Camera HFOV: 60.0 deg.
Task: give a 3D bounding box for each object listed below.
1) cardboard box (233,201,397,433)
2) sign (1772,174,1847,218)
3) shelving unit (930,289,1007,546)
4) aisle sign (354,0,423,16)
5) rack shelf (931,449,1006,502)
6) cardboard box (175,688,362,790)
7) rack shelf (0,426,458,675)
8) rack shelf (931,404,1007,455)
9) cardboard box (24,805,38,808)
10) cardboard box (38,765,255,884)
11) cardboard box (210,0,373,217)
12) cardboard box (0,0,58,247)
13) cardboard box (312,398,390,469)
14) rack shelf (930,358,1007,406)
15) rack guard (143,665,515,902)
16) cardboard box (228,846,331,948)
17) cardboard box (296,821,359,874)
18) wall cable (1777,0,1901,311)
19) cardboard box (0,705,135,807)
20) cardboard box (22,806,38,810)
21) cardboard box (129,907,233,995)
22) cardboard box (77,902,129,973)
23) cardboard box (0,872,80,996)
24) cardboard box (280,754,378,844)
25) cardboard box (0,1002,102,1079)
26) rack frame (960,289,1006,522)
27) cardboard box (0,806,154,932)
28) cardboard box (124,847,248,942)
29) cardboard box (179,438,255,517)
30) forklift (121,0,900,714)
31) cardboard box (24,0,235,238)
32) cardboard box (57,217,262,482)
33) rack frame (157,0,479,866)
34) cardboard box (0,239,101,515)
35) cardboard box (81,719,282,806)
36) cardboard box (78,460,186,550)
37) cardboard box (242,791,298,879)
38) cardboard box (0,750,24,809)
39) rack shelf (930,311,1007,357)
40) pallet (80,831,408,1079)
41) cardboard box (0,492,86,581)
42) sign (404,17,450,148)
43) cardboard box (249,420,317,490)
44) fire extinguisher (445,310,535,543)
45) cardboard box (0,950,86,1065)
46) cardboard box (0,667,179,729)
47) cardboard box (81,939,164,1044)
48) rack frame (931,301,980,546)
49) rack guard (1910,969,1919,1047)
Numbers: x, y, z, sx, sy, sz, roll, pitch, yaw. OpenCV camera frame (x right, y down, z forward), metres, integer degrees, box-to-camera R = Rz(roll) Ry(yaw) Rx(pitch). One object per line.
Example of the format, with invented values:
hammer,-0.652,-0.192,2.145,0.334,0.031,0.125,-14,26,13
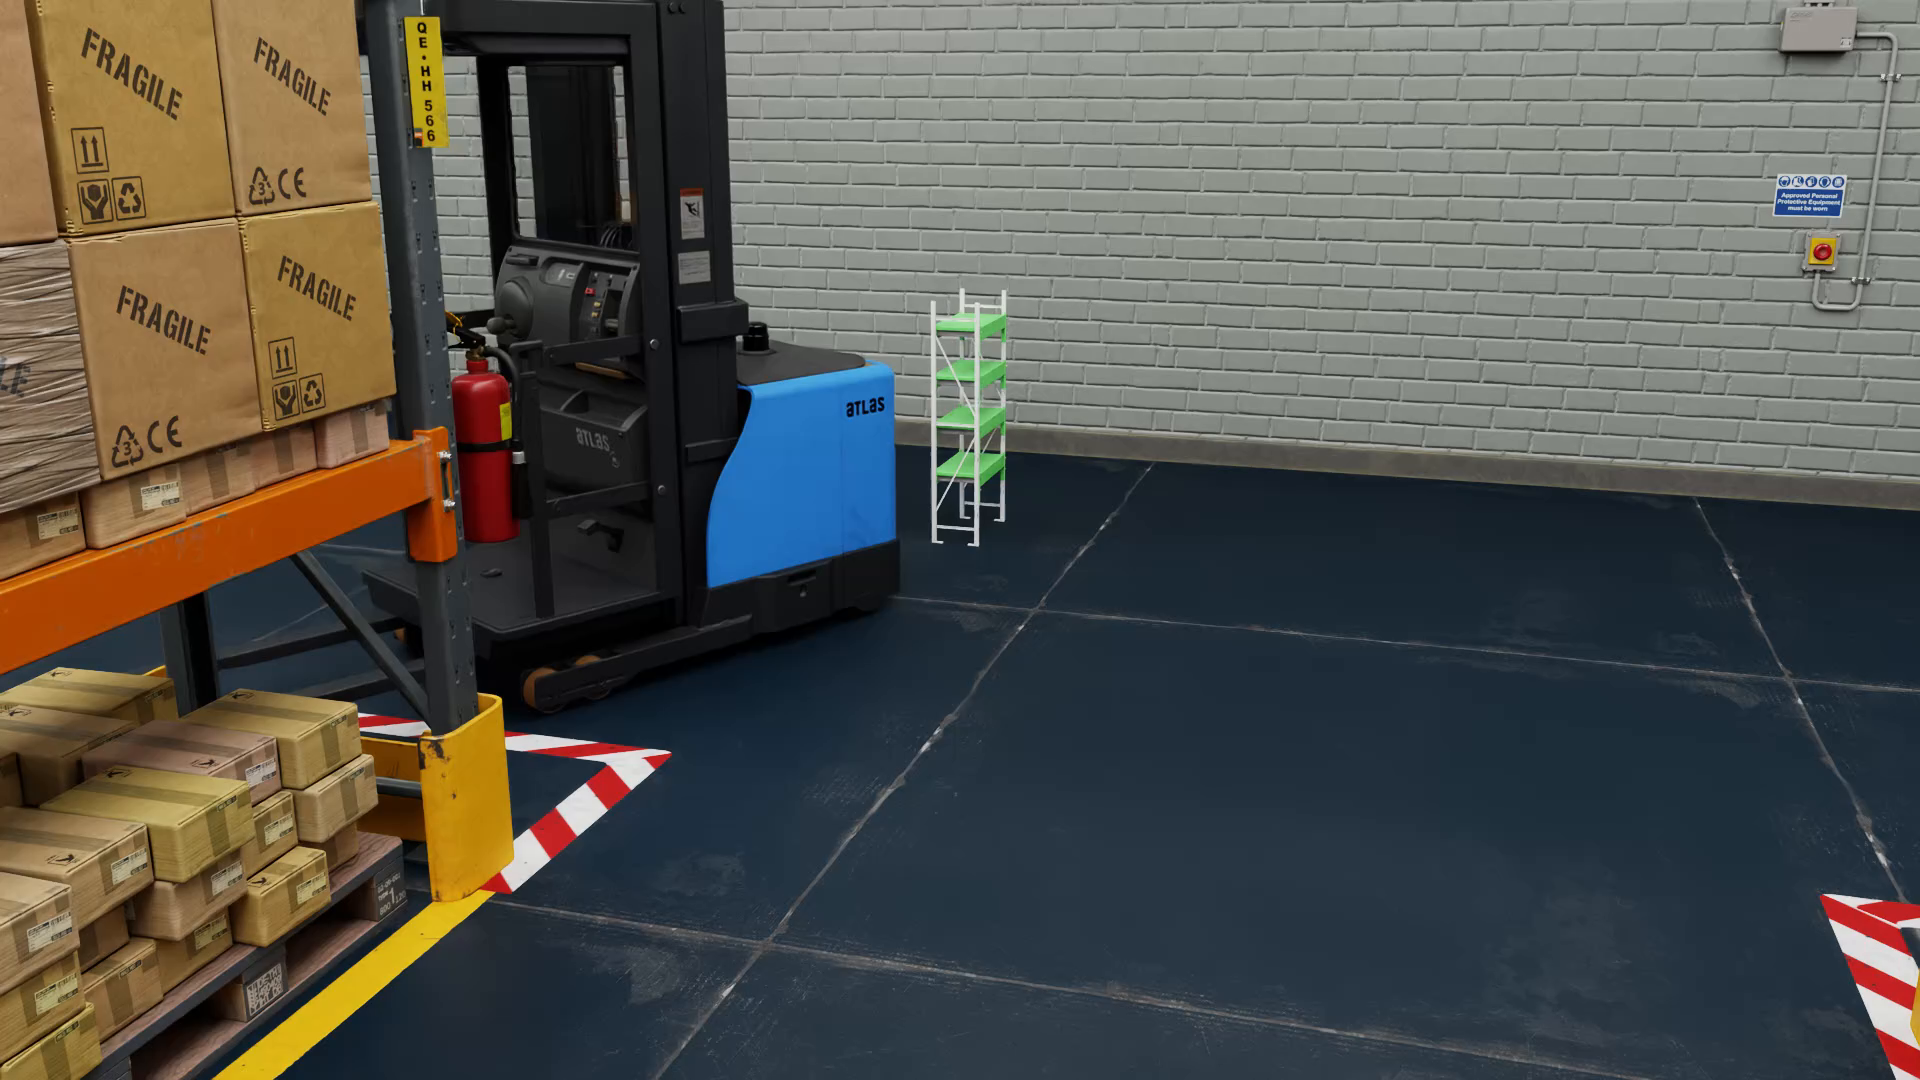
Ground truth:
cardboard box,-1.786,-0.576,4.135,0.500,0.500,0.500,5,17,17
sign,4.421,-1.792,8.654,0.327,0.218,0.001,5,16,16
shelving unit,0.047,-0.621,8.318,0.258,1.200,0.503,5,16,16
aisle sign,-1.597,-1.769,4.304,0.394,0.787,0.004,5,16,16
rack shelf,0.047,-0.328,8.401,0.258,0.148,0.480,5,16,16
cardboard box,-1.813,0.519,4.367,0.380,0.149,0.250,5,17,17
rack shelf,-2.473,0.347,2.927,1.077,0.370,4.000,5,16,16
rack shelf,0.047,-0.559,8.336,0.258,0.148,0.480,5,16,16
cardboard box,-2.432,0.688,4.315,0.380,0.149,0.250,5,16,16
cardboard box,-1.891,0.658,3.877,0.380,0.149,0.250,4,16,15
cardboard box,-1.797,-1.056,3.993,0.500,0.500,0.500,4,16,15
cardboard box,-2.080,-0.786,3.044,0.500,0.500,0.500,6,17,19
cardboard box,-1.727,-0.294,4.330,0.380,0.149,0.250,5,16,16
rack shelf,0.047,-0.790,8.270,0.258,0.148,0.480,5,16,16
rack guard,-1.927,0.700,4.945,1.175,0.500,0.348,5,16,16
cardboard box,-1.831,0.876,4.198,0.380,0.149,0.250,5,17,18
cardboard box,-1.855,0.801,4.463,0.380,0.149,0.250,5,17,17
wall cable,4.450,-2.146,8.478,0.585,1.953,0.123,5,16,16
cardboard box,-2.343,0.553,4.247,0.380,0.149,0.250,5,17,17
cardboard box,-2.417,0.759,4.065,0.380,0.149,0.250,5,17,17
cardboard box,-1.988,0.939,3.978,0.380,0.149,0.250,5,16,16
cardboard box,-2.102,0.863,3.701,0.380,0.149,0.250,4,16,15
cardboard box,-2.048,0.795,3.393,0.380,0.149,0.250,5,17,18
cardboard box,-1.781,0.664,4.400,0.380,0.149,0.250,4,16,14
cardboard box,-2.058,1.076,3.494,0.380,0.149,0.250,4,16,13
rack frame,0.116,-0.684,8.543,0.240,1.200,0.015,5,16,16
cardboard box,-2.025,0.721,3.656,0.380,0.149,0.250,4,16,14
cardboard box,-1.927,0.800,3.920,0.380,0.149,0.250,4,16,14
cardboard box,-1.890,-0.165,3.876,0.380,0.149,0.250,4,16,15
forklift,-1.664,-0.933,6.247,3.031,2.935,1.130,-15,22,-43
cardboard box,-1.941,-0.923,3.526,0.500,0.500,0.500,4,16,14
cardboard box,-1.937,-0.442,3.661,0.500,0.500,0.500,4,16,15
rack frame,-1.905,-0.522,4.674,1.000,3.000,0.127,5,16,16
cardboard box,-2.072,-0.308,3.191,0.500,0.500,0.500,5,16,16
cardboard box,-1.939,0.580,4.151,0.380,0.149,0.250,5,17,17
cardboard box,-1.940,-0.097,3.634,0.380,0.149,0.250,5,17,17
cardboard box,-1.907,0.728,4.174,0.380,0.149,0.250,4,16,15
cardboard box,-2.537,0.609,4.050,0.380,0.149,0.250,5,16,16
rack shelf,0.047,-1.021,8.205,0.258,0.148,0.480,5,16,16
pallet,-2.191,1.049,4.245,1.003,0.211,1.213,5,16,16
cardboard box,-2.043,-0.030,3.399,0.380,0.149,0.250,4,16,13
sign,-1.379,-1.183,4.303,0.100,0.325,0.005,5,16,16
cardboard box,-1.833,-0.232,4.111,0.380,0.149,0.250,5,16,16
fire extinguisher,-1.391,-0.336,4.841,0.296,0.674,0.183,5,16,16
cardboard box,-2.062,0.937,3.439,0.380,0.149,0.250,5,17,17
cardboard box,-2.380,0.472,4.534,0.380,0.149,0.250,4,16,13
cardboard box,-2.046,1.004,3.747,0.380,0.149,0.250,5,17,16
rack frame,-0.022,-0.557,8.093,0.240,1.200,0.015,5,16,16
rack guard,2.876,1.031,3.777,1.175,0.500,0.348,5,16,16
